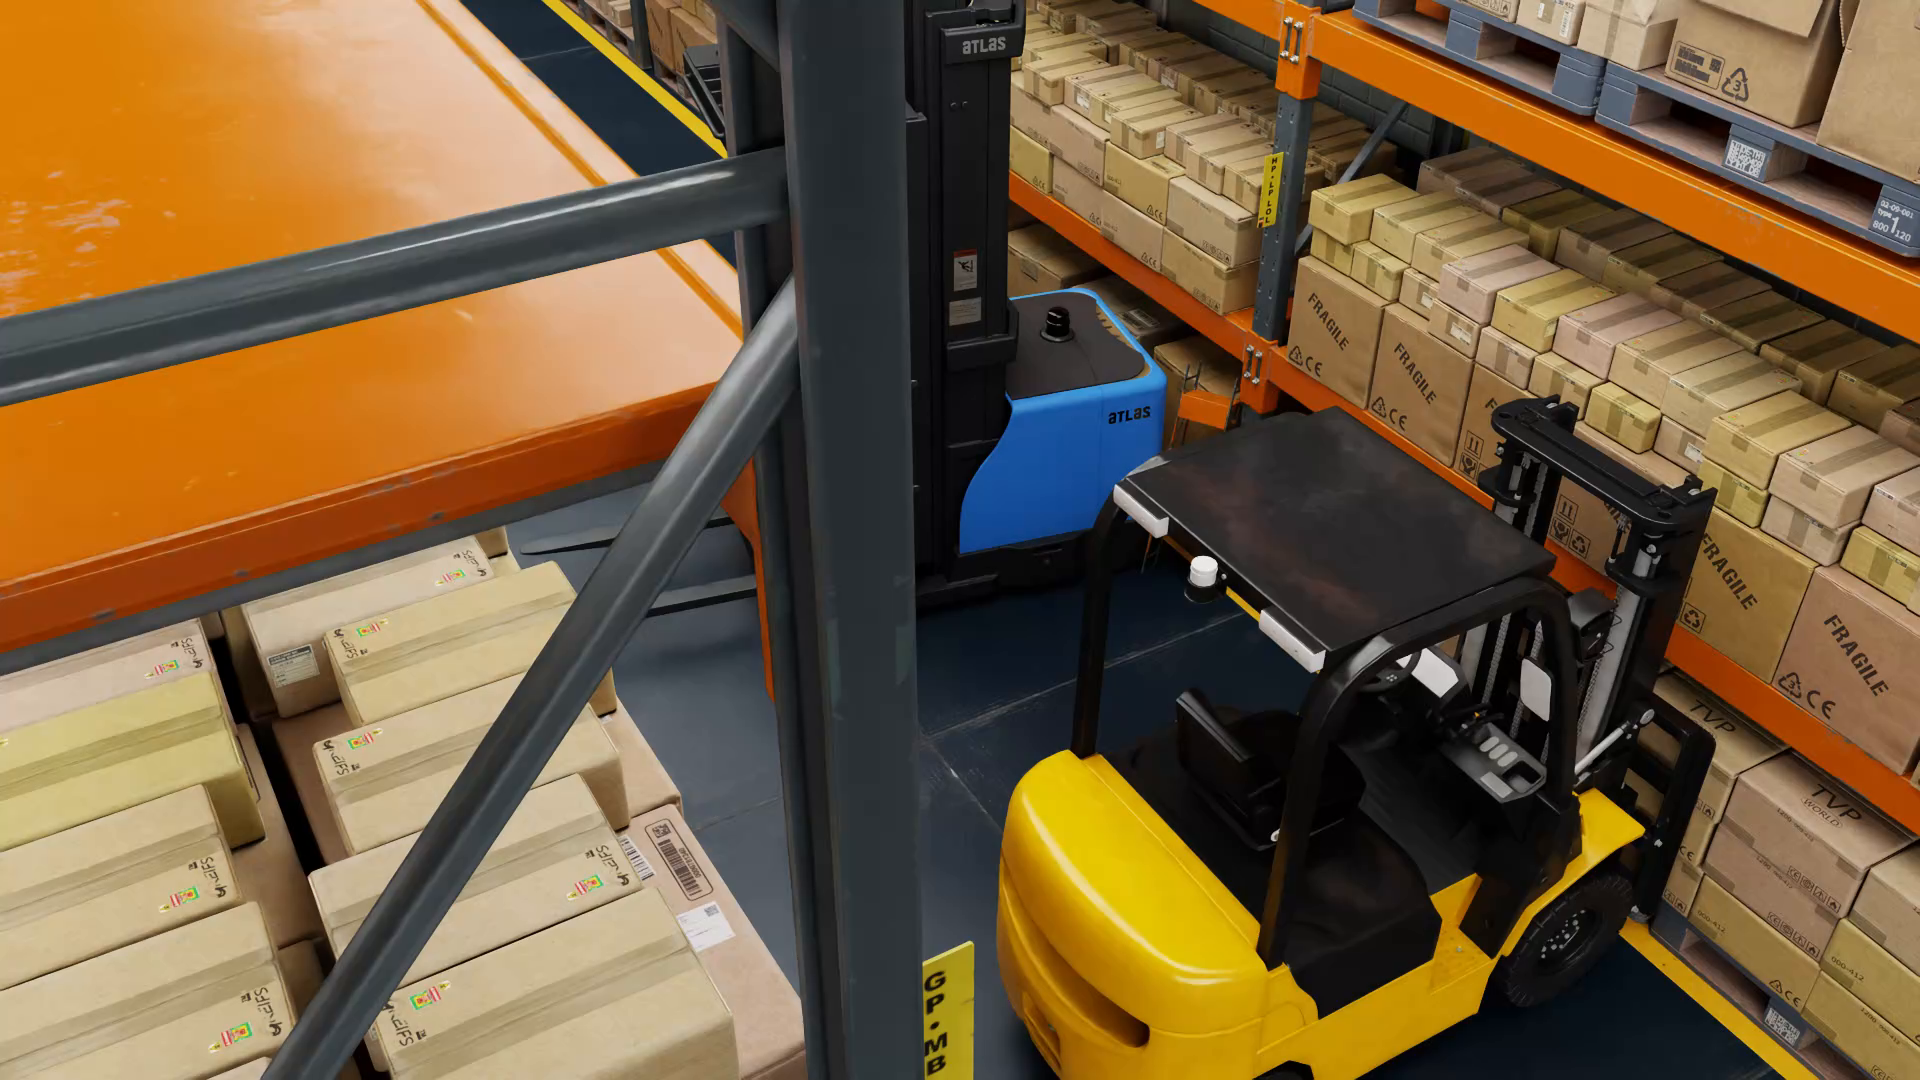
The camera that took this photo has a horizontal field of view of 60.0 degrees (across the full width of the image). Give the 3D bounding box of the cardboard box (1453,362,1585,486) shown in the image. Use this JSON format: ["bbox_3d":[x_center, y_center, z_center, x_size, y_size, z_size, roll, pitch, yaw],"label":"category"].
[{"bbox_3d":[2.311,-0.429,6.437,0.500,0.500,0.500,-19,40,-24],"label":"cardboard box"}]

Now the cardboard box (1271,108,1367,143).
[{"bbox_3d":[1.702,-1.908,7.912,0.380,0.149,0.250,-20,41,-25],"label":"cardboard box"}]

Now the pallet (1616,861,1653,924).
[{"bbox_3d":[2.763,0.956,6.989,1.003,0.211,1.213,-19,40,-24],"label":"pallet"}]

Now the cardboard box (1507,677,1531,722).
[{"bbox_3d":[2.509,0.640,6.609,0.500,0.250,0.500,-19,40,-24],"label":"cardboard box"}]

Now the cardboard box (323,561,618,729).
[{"bbox_3d":[-0.775,0.209,2.642,0.380,0.149,0.250,-19,40,-24],"label":"cardboard box"}]

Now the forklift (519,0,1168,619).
[{"bbox_3d":[-0.592,-1.067,7.453,3.031,2.935,1.130,-11,38,-15],"label":"forklift"}]

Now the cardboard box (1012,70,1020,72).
[{"bbox_3d":[0.282,-2.565,9.150,0.500,0.250,0.500,-20,41,-25],"label":"cardboard box"}]

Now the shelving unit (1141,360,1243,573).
[{"bbox_3d":[1.131,-0.315,8.004,0.252,1.050,0.215,18,19,23],"label":"shelving unit"}]

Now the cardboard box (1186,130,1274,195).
[{"bbox_3d":[1.273,-1.748,7.692,0.380,0.149,0.250,-20,40,-25],"label":"cardboard box"}]

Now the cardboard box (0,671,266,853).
[{"bbox_3d":[-1.247,0.373,2.417,0.380,0.149,0.250,-19,40,-24],"label":"cardboard box"}]

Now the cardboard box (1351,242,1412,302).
[{"bbox_3d":[1.846,-1.141,6.862,0.380,0.149,0.250,-18,40,-23],"label":"cardboard box"}]

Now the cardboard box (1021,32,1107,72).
[{"bbox_3d":[0.550,-2.544,8.783,0.380,0.149,0.250,-19,40,-24],"label":"cardboard box"}]

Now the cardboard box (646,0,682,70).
[{"bbox_3d":[-2.189,-4.137,13.362,0.500,0.500,0.500,-17,39,-22],"label":"cardboard box"}]

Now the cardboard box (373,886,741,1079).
[{"bbox_3d":[-0.500,0.628,2.068,0.380,0.149,0.250,-19,40,-24],"label":"cardboard box"}]

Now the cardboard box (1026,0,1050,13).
[{"bbox_3d":[0.600,-3.092,9.533,0.380,0.149,0.250,-20,41,-25],"label":"cardboard box"}]

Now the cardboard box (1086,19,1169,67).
[{"bbox_3d":[0.899,-2.670,8.955,0.380,0.149,0.250,-18,40,-23],"label":"cardboard box"}]

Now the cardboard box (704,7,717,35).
[{"bbox_3d":[-1.699,-3.931,12.529,0.380,0.149,0.250,-19,40,-24],"label":"cardboard box"}]

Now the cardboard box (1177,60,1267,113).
[{"bbox_3d":[1.328,-2.294,8.441,0.380,0.149,0.250,-19,40,-24],"label":"cardboard box"}]

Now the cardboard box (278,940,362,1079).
[{"bbox_3d":[-0.988,0.850,2.102,0.500,0.250,0.500,-19,40,-24],"label":"cardboard box"}]

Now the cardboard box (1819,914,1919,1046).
[{"bbox_3d":[3.277,1.412,5.552,0.500,0.250,0.500,-19,40,-24],"label":"cardboard box"}]

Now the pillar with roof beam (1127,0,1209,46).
[{"bbox_3d":[-2.515,-4.000,6.324,9.100,9.000,0.400,-19,40,-24],"label":"pillar with roof beam"}]

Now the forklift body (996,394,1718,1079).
[{"bbox_3d":[1.262,0.745,5.633,2.313,2.155,1.214,-19,40,-24],"label":"forklift body"}]

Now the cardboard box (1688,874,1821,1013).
[{"bbox_3d":[3.041,1.368,6.037,0.500,0.250,0.500,-19,40,-24],"label":"cardboard box"}]

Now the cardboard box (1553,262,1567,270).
[{"bbox_3d":[2.611,-1.050,6.737,0.380,0.149,0.250,-19,40,-24],"label":"cardboard box"}]

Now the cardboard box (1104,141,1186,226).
[{"bbox_3d":[1.050,-1.787,8.084,0.500,0.250,0.500,-20,41,-25],"label":"cardboard box"}]

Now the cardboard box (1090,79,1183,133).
[{"bbox_3d":[0.872,-2.135,8.223,0.380,0.149,0.250,-20,41,-25],"label":"cardboard box"}]

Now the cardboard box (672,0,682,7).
[{"bbox_3d":[-2.081,-4.332,13.079,0.380,0.149,0.250,-20,41,-25],"label":"cardboard box"}]

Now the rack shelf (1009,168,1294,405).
[{"bbox_3d":[0.777,-1.940,9.200,1.077,0.370,4.000,-19,40,-24],"label":"rack shelf"}]

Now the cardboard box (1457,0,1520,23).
[{"bbox_3d":[1.989,-2.100,5.900,0.500,0.311,0.500,-18,40,-23],"label":"cardboard box"}]

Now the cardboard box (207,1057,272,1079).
[{"bbox_3d":[-0.923,0.785,1.853,0.380,0.149,0.250,-19,40,-24],"label":"cardboard box"}]

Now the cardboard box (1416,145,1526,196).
[{"bbox_3d":[2.204,-1.560,7.183,0.380,0.149,0.250,-19,40,-24],"label":"cardboard box"}]

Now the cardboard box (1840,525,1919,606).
[{"bbox_3d":[3.029,0.031,5.257,0.380,0.149,0.250,-19,40,-24],"label":"cardboard box"}]

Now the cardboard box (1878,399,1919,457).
[{"bbox_3d":[3.295,-0.359,5.539,0.380,0.149,0.250,-18,40,-23],"label":"cardboard box"}]

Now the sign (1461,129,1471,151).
[{"bbox_3d":[2.261,-1.758,7.539,0.100,0.325,0.005,-19,40,-24],"label":"sign"}]

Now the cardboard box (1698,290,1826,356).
[{"bbox_3d":[2.920,-0.759,6.086,0.380,0.149,0.250,-18,40,-23],"label":"cardboard box"}]

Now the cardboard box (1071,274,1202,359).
[{"bbox_3d":[1.127,-1.082,9.073,0.875,0.625,0.625,-19,40,-24],"label":"cardboard box"}]

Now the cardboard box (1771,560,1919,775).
[{"bbox_3d":[3.065,0.348,5.373,0.500,0.500,0.500,-18,40,-23],"label":"cardboard box"}]

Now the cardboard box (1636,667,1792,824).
[{"bbox_3d":[2.767,0.711,6.089,0.500,0.250,0.500,-18,40,-23],"label":"cardboard box"}]

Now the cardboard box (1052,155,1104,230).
[{"bbox_3d":[0.822,-1.847,8.590,0.500,0.250,0.500,-19,40,-24],"label":"cardboard box"}]

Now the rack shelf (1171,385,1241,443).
[{"bbox_3d":[1.179,-0.571,7.921,0.240,0.259,0.215,18,19,23],"label":"rack shelf"}]

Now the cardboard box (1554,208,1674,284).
[{"bbox_3d":[2.618,-1.180,6.662,0.380,0.149,0.250,-20,41,-25],"label":"cardboard box"}]

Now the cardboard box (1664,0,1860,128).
[{"bbox_3d":[2.670,-1.649,5.120,0.797,0.503,0.637,-18,40,-22],"label":"cardboard box"}]

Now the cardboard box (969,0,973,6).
[{"bbox_3d":[0.107,-2.914,9.290,0.380,0.149,0.250,-18,40,-23],"label":"cardboard box"}]

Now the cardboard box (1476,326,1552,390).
[{"bbox_3d":[2.192,-0.734,6.305,0.380,0.149,0.250,-19,40,-24],"label":"cardboard box"}]

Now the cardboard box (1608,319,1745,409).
[{"bbox_3d":[2.542,-0.627,5.906,0.380,0.149,0.250,-19,40,-24],"label":"cardboard box"}]

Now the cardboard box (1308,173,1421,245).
[{"bbox_3d":[1.686,-1.383,6.940,0.380,0.149,0.250,-18,40,-23],"label":"cardboard box"}]

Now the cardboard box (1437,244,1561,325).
[{"bbox_3d":[2.072,-0.987,6.398,0.380,0.149,0.250,-18,40,-23],"label":"cardboard box"}]

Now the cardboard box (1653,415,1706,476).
[{"bbox_3d":[2.662,-0.368,5.803,0.380,0.149,0.250,-19,40,-24],"label":"cardboard box"}]

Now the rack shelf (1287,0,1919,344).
[{"bbox_3d":[2.787,-1.112,5.523,1.077,0.370,4.000,-19,40,-24],"label":"rack shelf"}]

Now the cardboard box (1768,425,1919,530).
[{"bbox_3d":[2.836,-0.204,5.327,0.380,0.149,0.250,-18,40,-23],"label":"cardboard box"}]

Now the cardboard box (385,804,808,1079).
[{"bbox_3d":[-0.520,0.696,2.313,0.500,0.250,0.500,-20,40,-25],"label":"cardboard box"}]

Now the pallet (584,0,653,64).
[{"bbox_3d":[-2.581,-4.515,14.480,1.003,0.211,1.213,-19,40,-24],"label":"pallet"}]
